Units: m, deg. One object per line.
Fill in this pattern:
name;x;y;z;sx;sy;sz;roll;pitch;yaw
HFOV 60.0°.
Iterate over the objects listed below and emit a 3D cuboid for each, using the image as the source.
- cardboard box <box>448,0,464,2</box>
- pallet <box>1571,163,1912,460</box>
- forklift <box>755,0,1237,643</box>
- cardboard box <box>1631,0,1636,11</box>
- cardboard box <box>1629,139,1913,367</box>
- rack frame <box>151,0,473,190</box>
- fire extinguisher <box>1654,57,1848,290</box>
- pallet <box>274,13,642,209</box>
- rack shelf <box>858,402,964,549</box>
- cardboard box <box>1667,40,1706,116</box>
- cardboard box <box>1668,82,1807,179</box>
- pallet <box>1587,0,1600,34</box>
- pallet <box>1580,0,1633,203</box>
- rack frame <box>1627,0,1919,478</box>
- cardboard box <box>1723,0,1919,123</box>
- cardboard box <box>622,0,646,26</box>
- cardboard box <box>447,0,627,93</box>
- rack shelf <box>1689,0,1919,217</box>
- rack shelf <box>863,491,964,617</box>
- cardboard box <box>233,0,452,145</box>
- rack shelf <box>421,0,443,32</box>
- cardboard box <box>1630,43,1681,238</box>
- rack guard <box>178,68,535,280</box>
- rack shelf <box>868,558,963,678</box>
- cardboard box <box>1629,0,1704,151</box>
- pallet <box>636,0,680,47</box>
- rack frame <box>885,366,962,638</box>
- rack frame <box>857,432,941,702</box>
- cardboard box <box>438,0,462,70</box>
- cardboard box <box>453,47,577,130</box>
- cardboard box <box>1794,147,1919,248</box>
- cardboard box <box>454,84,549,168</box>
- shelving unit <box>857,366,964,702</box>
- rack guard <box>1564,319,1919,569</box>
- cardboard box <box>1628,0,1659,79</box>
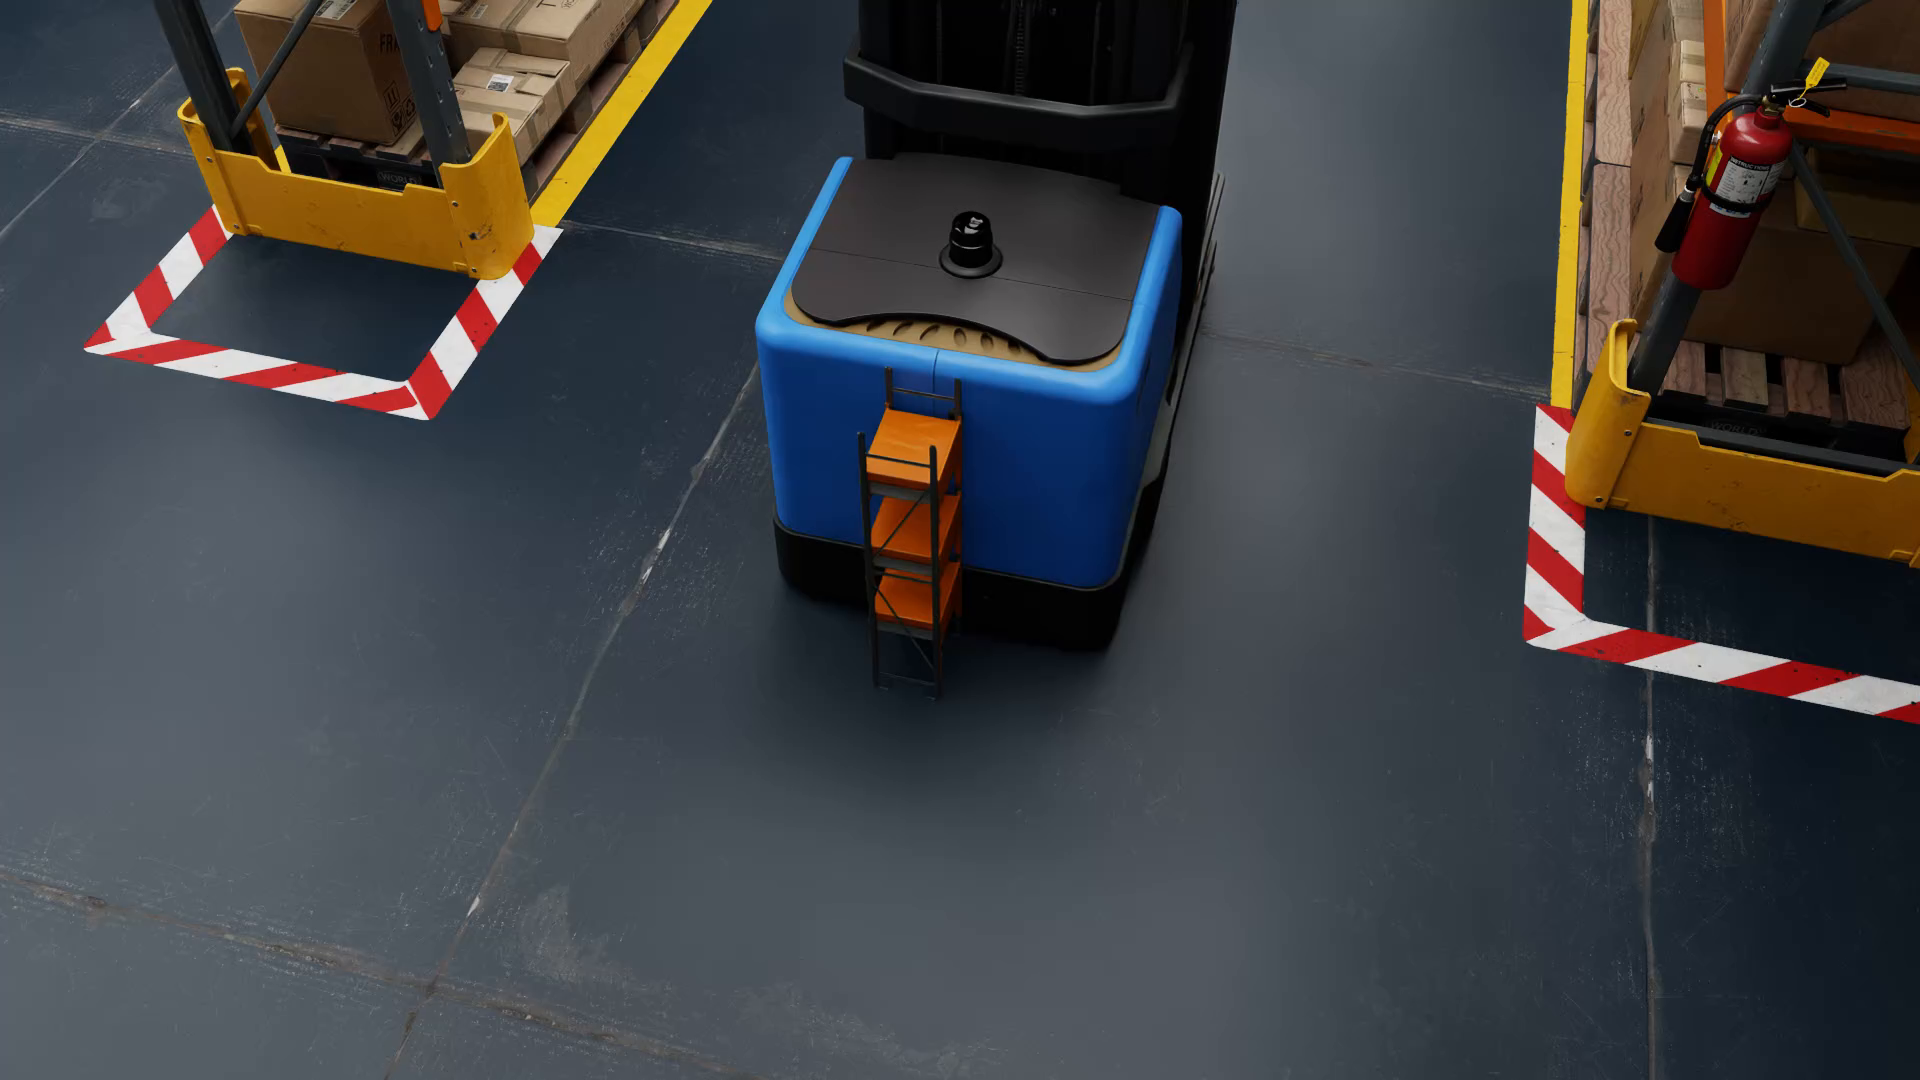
cardboard box;-2.033;-2.475;6.974;0.500;0.250;0.500;12;50;10
pallet;2.698;-0.812;5.826;1.003;0.211;1.213;12;50;10
forklift;0.305;-1.799;4.883;1.130;2.935;3.031;11;49;9
cardboard box;3.185;-2.463;6.810;0.700;0.500;0.500;11;50;10
cardboard box;2.651;-0.979;5.501;0.700;0.500;0.500;12;50;10
rack frame;-2.217;-2.116;5.117;1.000;3.000;0.127;12;50;10
fire extinguisher;2.078;-0.974;4.410;0.296;0.674;0.183;12;50;10
pallet;-1.988;-1.825;6.720;1.003;0.211;1.213;12;50;10
rack shelf;-0.124;-0.167;4.333;0.215;0.259;0.240;11;49;9
cardboard box;2.575;-1.508;5.535;0.380;0.149;0.250;13;50;11
cardboard box;2.509;-1.323;5.371;0.380;0.149;0.250;11;49;10
pallet;3.340;-2.577;7.384;1.003;0.211;1.213;12;50;10
pallet;3.021;-1.692;6.603;1.003;0.211;1.213;12;50;10
rack frame;2.563;-1.141;4.257;1.000;3.000;0.127;12;50;10
cardboard box;2.688;-1.612;4.472;0.980;0.700;0.700;14;50;12
cardboard box;-1.537;-2.413;6.919;0.500;0.250;0.500;12;50;10
cardboard box;-1.669;-2.051;6.600;0.500;0.250;0.500;12;50;10
rack shelf;3.089;-2.350;5.803;1.077;0.370;4.000;12;50;10
rack shelf;-0.124;0.021;4.545;0.215;0.259;0.240;11;49;9
cardboard box;-2.312;-1.877;6.279;0.500;0.500;0.500;12;50;10
rack shelf;-1.691;-3.325;6.664;1.077;0.370;4.000;12;50;10
cardboard box;2.782;-1.341;5.820;0.700;0.500;0.500;11;50;10
rack guard;-2.197;-1.344;6.103;1.175;0.500;0.348;12;50;10
rack shelf;-0.124;0.205;4.754;0.215;0.259;0.240;11;49;9
cardboard box;2.914;-1.705;6.141;0.700;0.500;0.500;10;49;9
pallet;-1.665;-2.705;7.497;1.003;0.211;1.213;12;50;10
rack frame;-0.094;-0.075;4.616;0.200;1.050;0.008;11;49;9
rack frame;-0.154;0.103;4.459;0.200;1.050;0.008;11;49;9
cardboard box;-2.118;-2.041;6.647;0.380;0.166;0.250;12;50;10
cardboard box;-1.709;-1.740;6.382;0.380;0.166;0.250;12;50;10
cardboard box;2.811;-1.064;5.143;0.380;0.149;0.250;12;50;10
cardboard box;-1.775;-1.554;6.228;0.380;0.149;0.250;12;50;10
shelving unit;-0.124;0.014;4.537;0.215;1.050;0.252;11;49;9
rack guard;2.557;-0.297;5.179;1.175;0.500;0.348;12;50;10
cardboard box;3.047;-2.092;6.483;0.700;0.500;0.500;13;50;11
